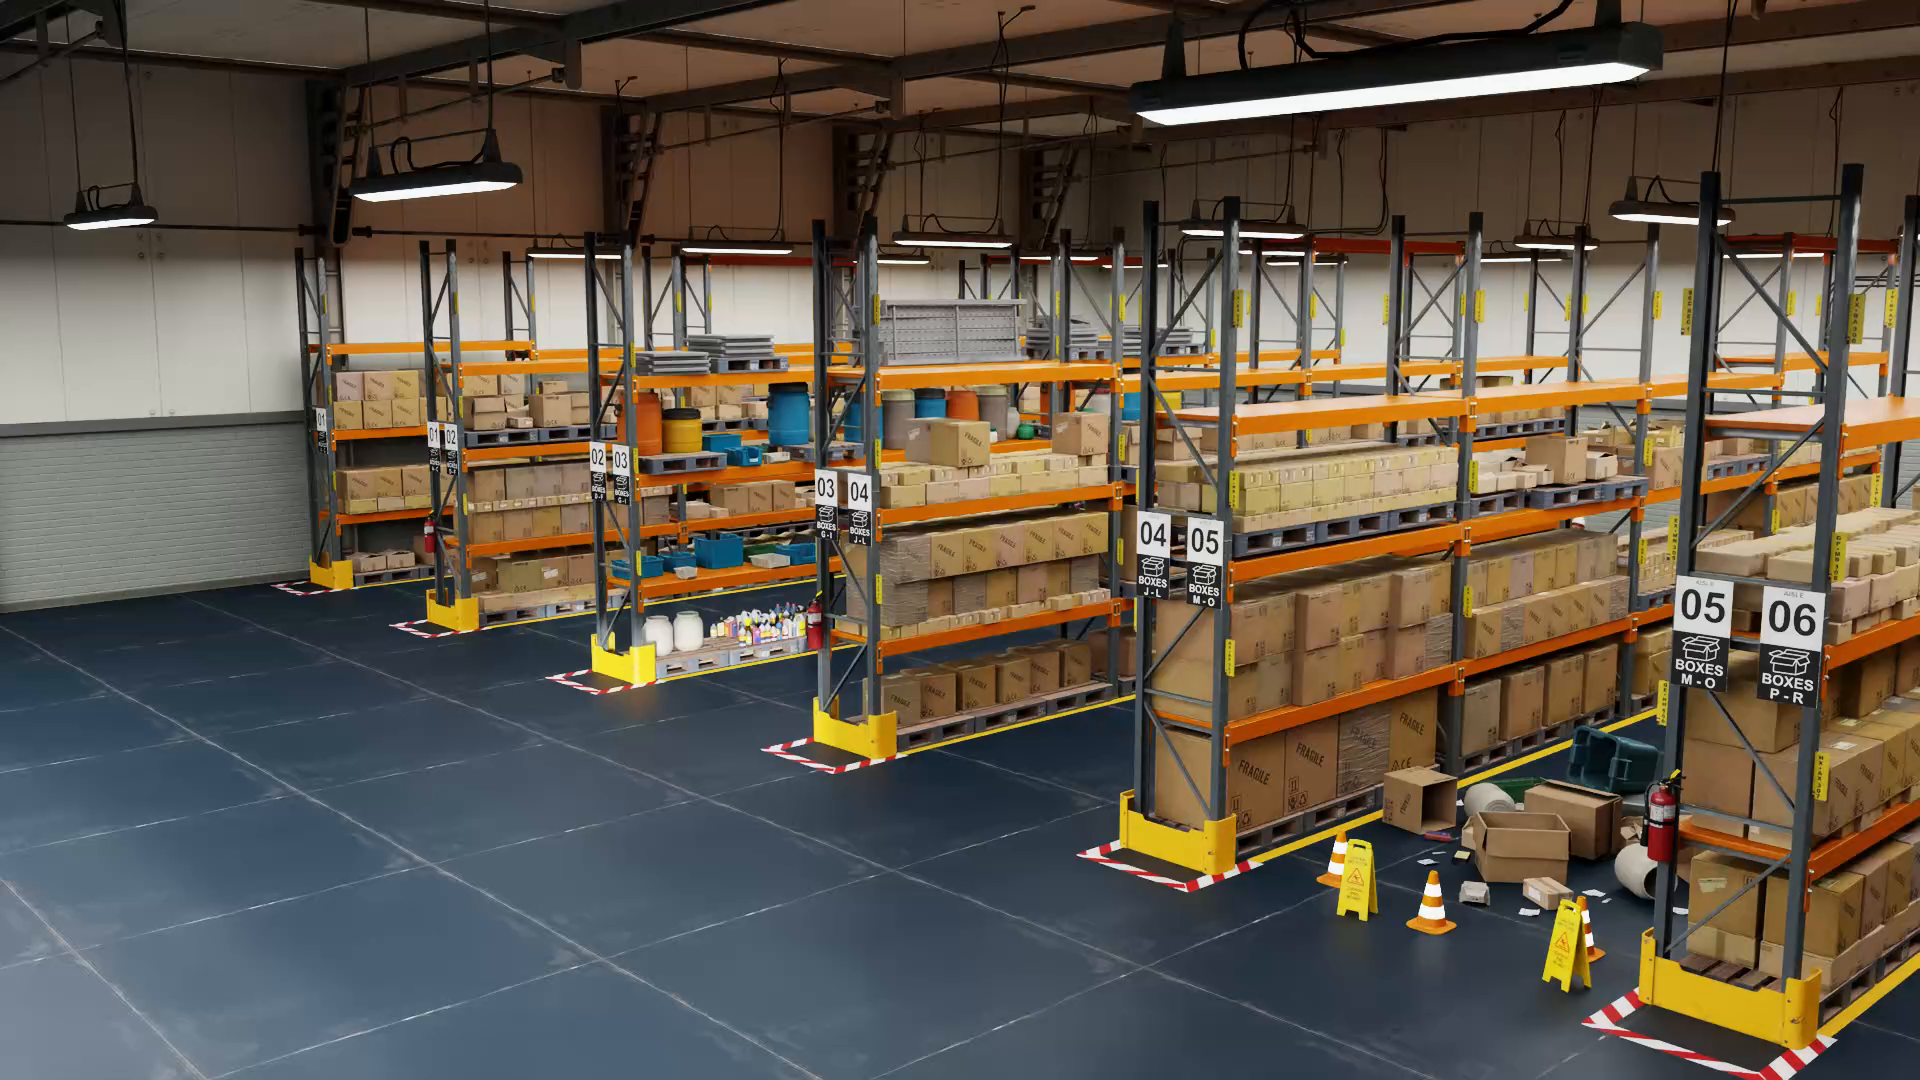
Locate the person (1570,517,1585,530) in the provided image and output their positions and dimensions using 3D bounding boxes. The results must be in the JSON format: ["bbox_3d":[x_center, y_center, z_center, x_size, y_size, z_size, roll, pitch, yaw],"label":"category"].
[{"bbox_3d":[9.666,0.491,26.106,0.669,1.733,0.760,7,11,39],"label":"person"}]
